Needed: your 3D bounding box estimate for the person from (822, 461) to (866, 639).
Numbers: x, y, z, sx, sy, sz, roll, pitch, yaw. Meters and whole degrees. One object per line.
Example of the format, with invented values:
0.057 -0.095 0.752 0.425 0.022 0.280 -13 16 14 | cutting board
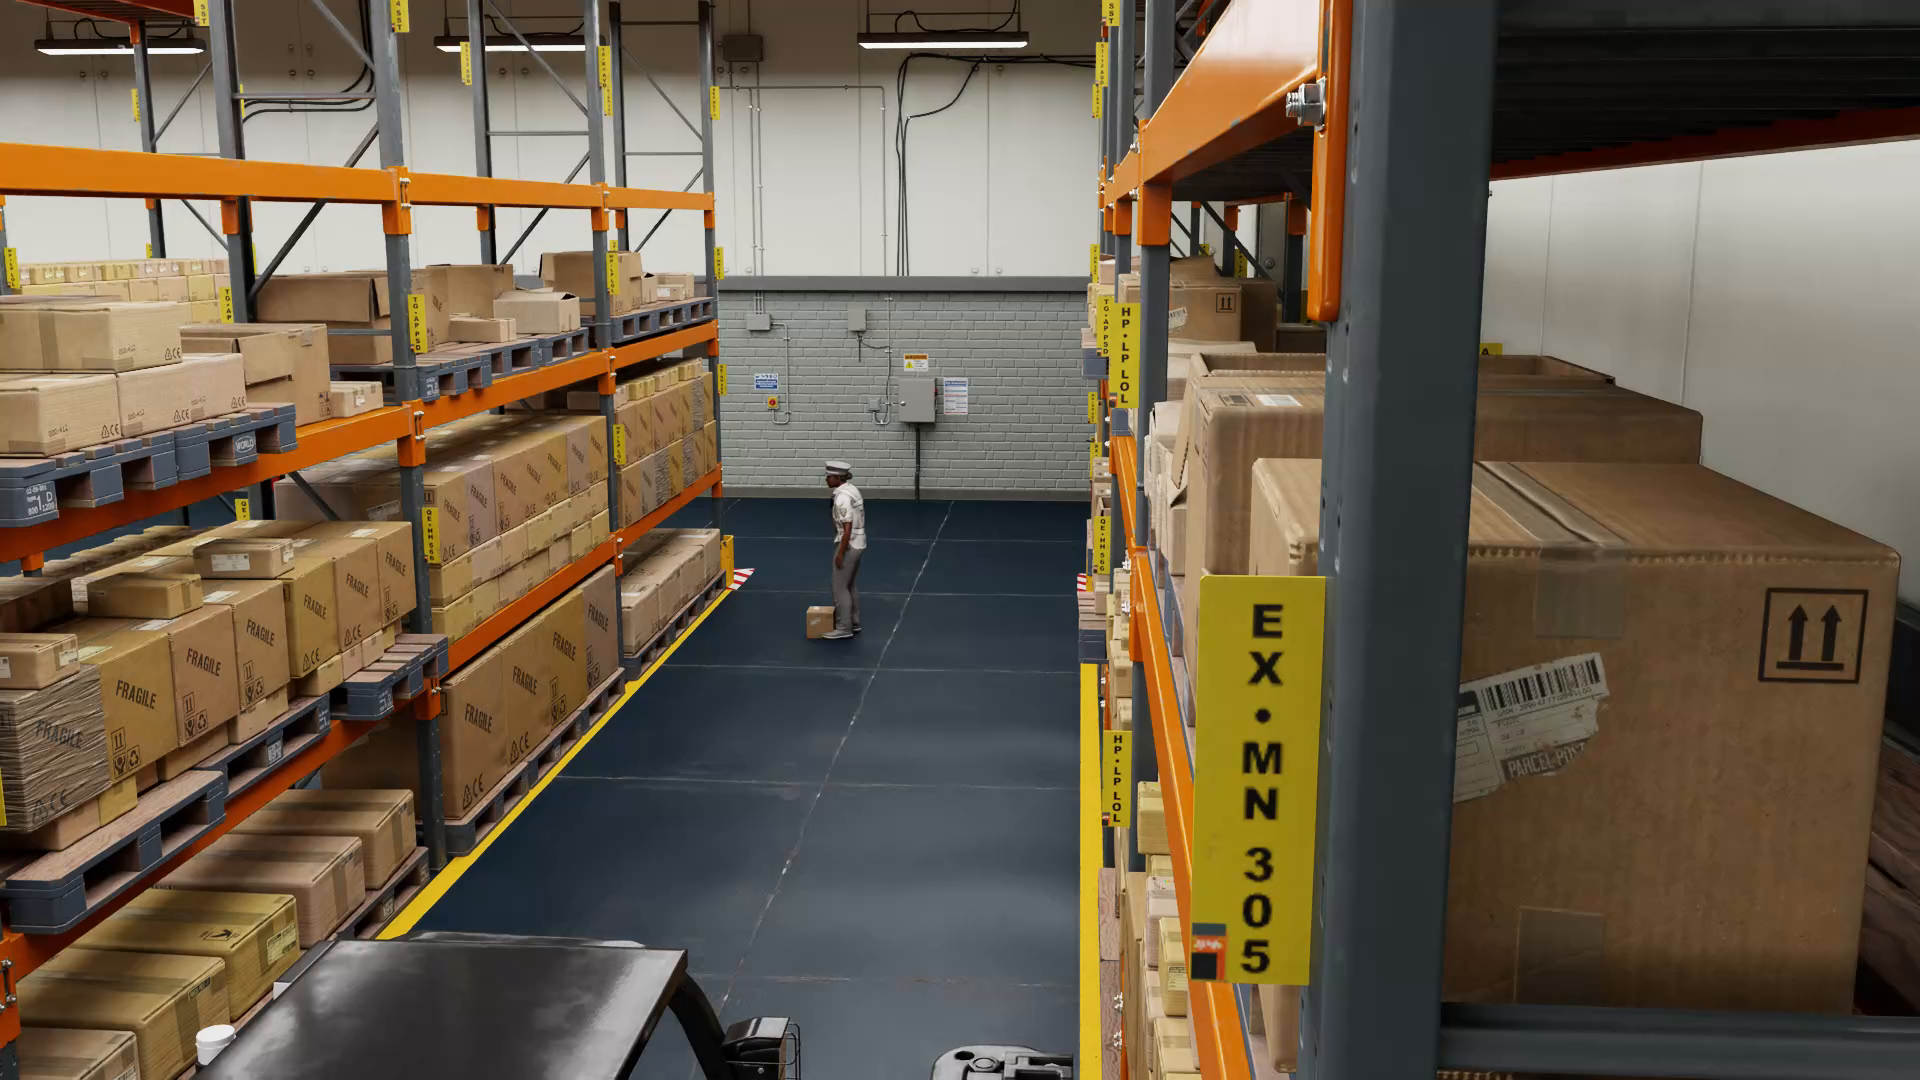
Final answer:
-1.083 0.083 15.487 0.420 1.664 0.531 0 11 1 | person
